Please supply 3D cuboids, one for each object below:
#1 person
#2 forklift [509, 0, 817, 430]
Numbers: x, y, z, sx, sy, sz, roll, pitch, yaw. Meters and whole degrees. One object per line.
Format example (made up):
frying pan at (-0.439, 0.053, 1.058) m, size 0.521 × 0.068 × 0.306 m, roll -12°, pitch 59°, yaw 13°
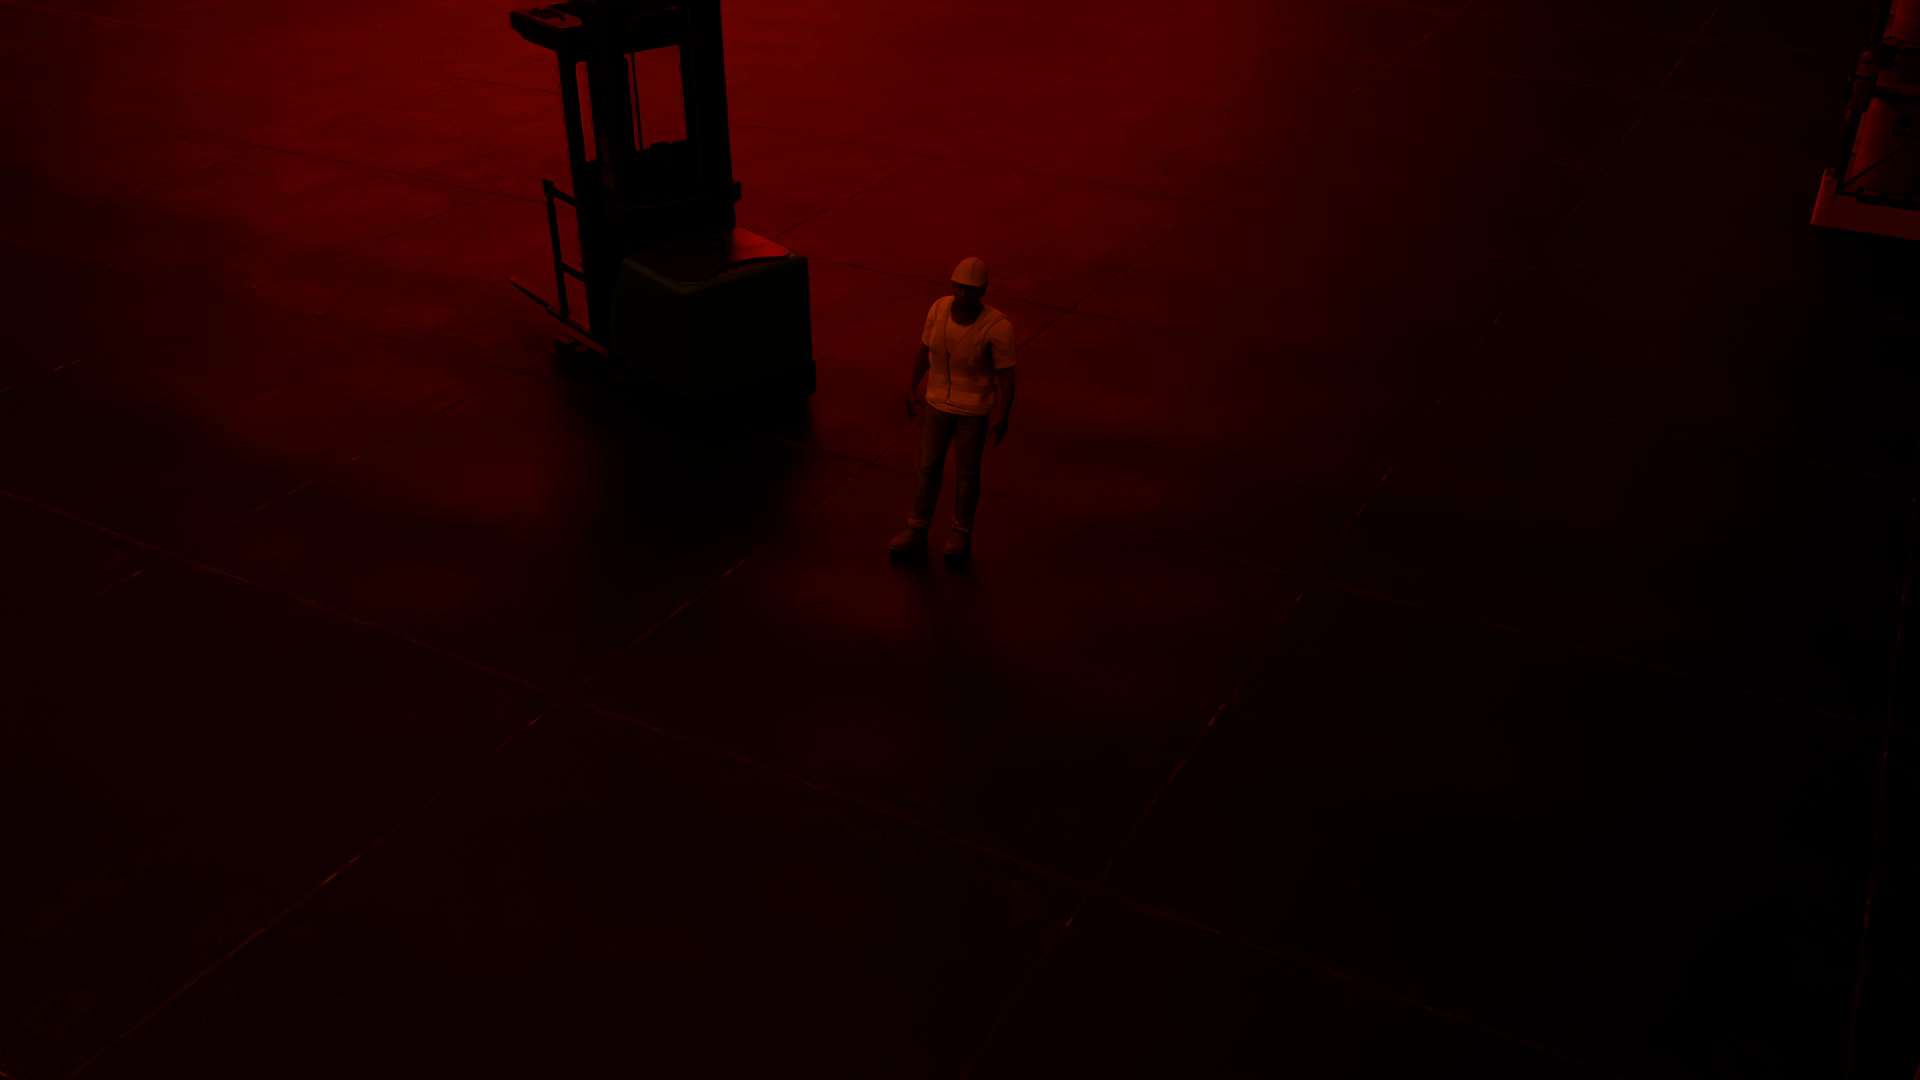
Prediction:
person at (-0.039, -0.742, 9.507) m, size 0.665 × 1.768 × 0.575 m, roll 15°, pitch 33°, yaw 25°
forklift at (-2.339, -2.670, 11.696) m, size 1.130 × 2.935 × 3.031 m, roll -23°, pitch 37°, yaw -34°
